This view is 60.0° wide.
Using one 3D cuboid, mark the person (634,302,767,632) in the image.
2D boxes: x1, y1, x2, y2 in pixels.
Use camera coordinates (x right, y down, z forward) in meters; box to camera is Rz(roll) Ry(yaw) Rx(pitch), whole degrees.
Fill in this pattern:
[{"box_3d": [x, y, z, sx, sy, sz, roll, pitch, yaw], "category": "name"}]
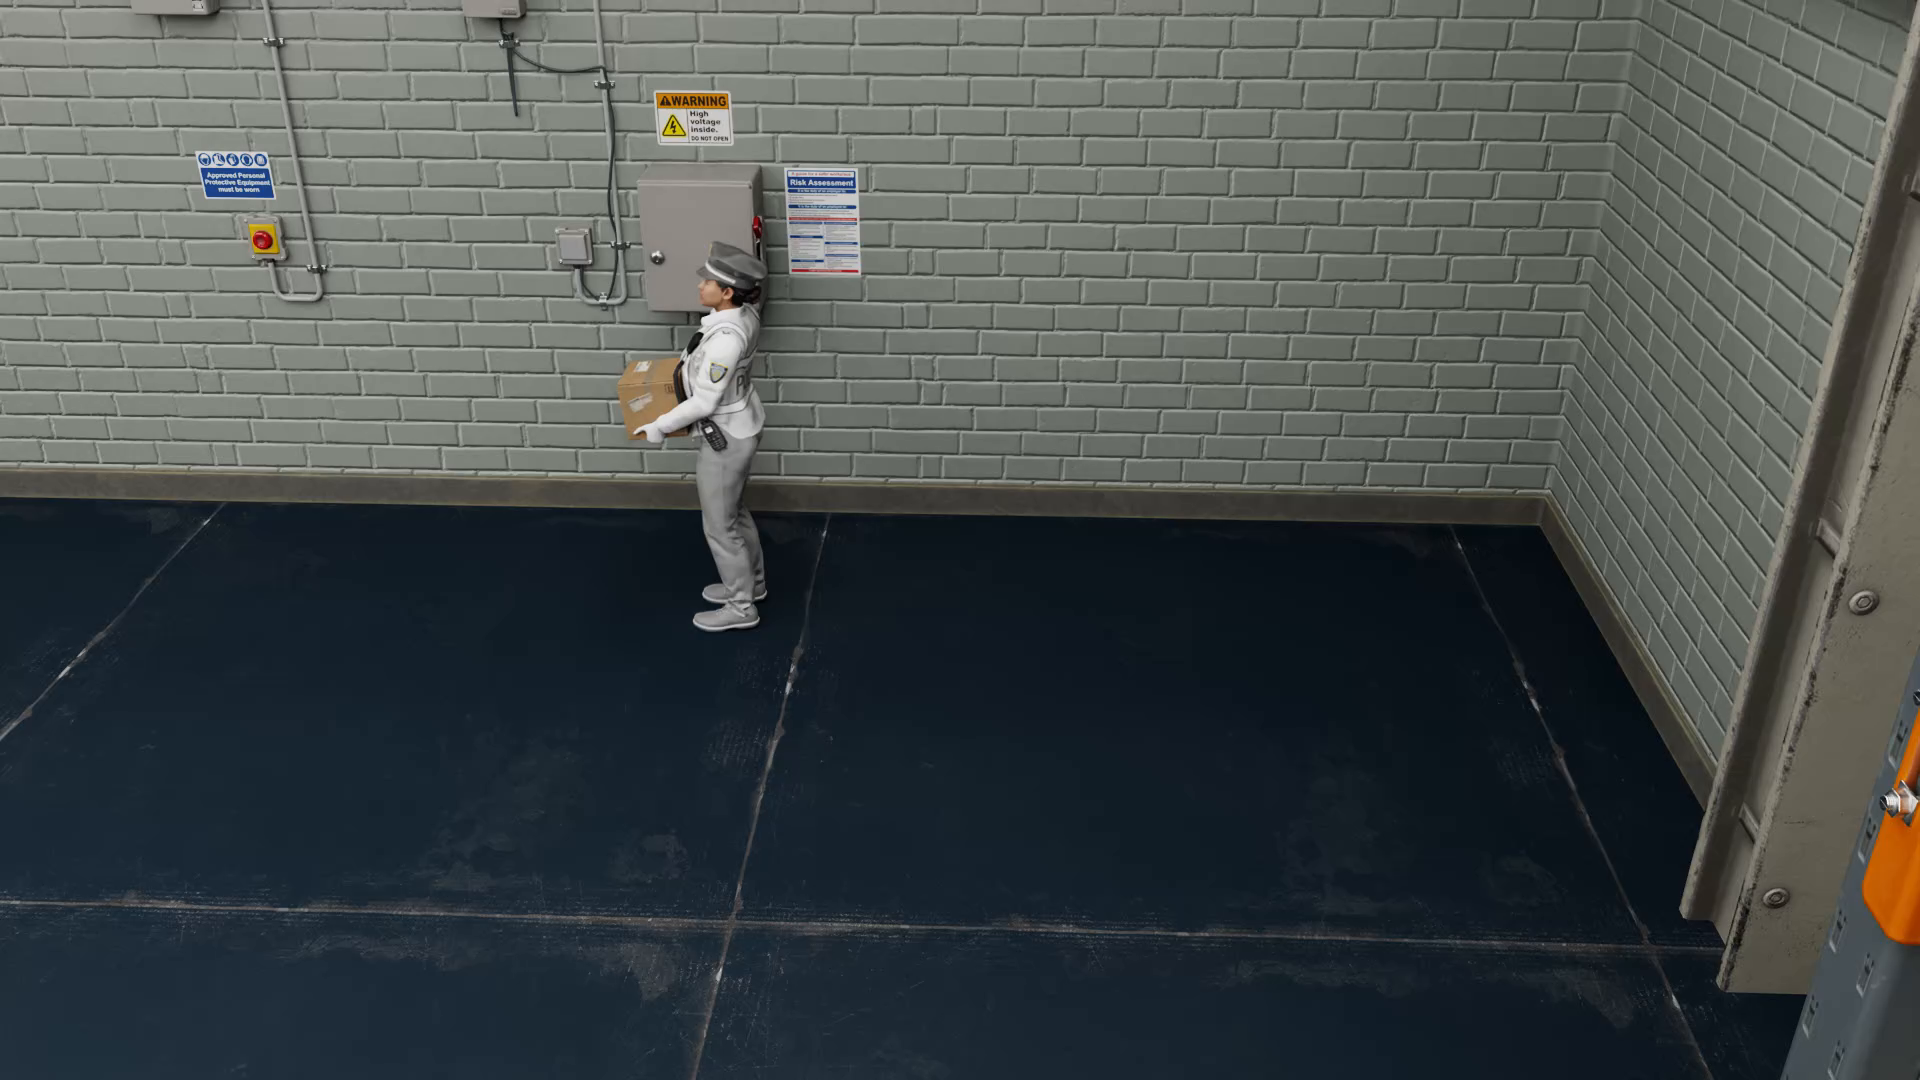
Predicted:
[{"box_3d": [-1.068, -0.314, 6.955, 0.505, 1.428, 0.460, 1, 28, 2], "category": "person"}]
